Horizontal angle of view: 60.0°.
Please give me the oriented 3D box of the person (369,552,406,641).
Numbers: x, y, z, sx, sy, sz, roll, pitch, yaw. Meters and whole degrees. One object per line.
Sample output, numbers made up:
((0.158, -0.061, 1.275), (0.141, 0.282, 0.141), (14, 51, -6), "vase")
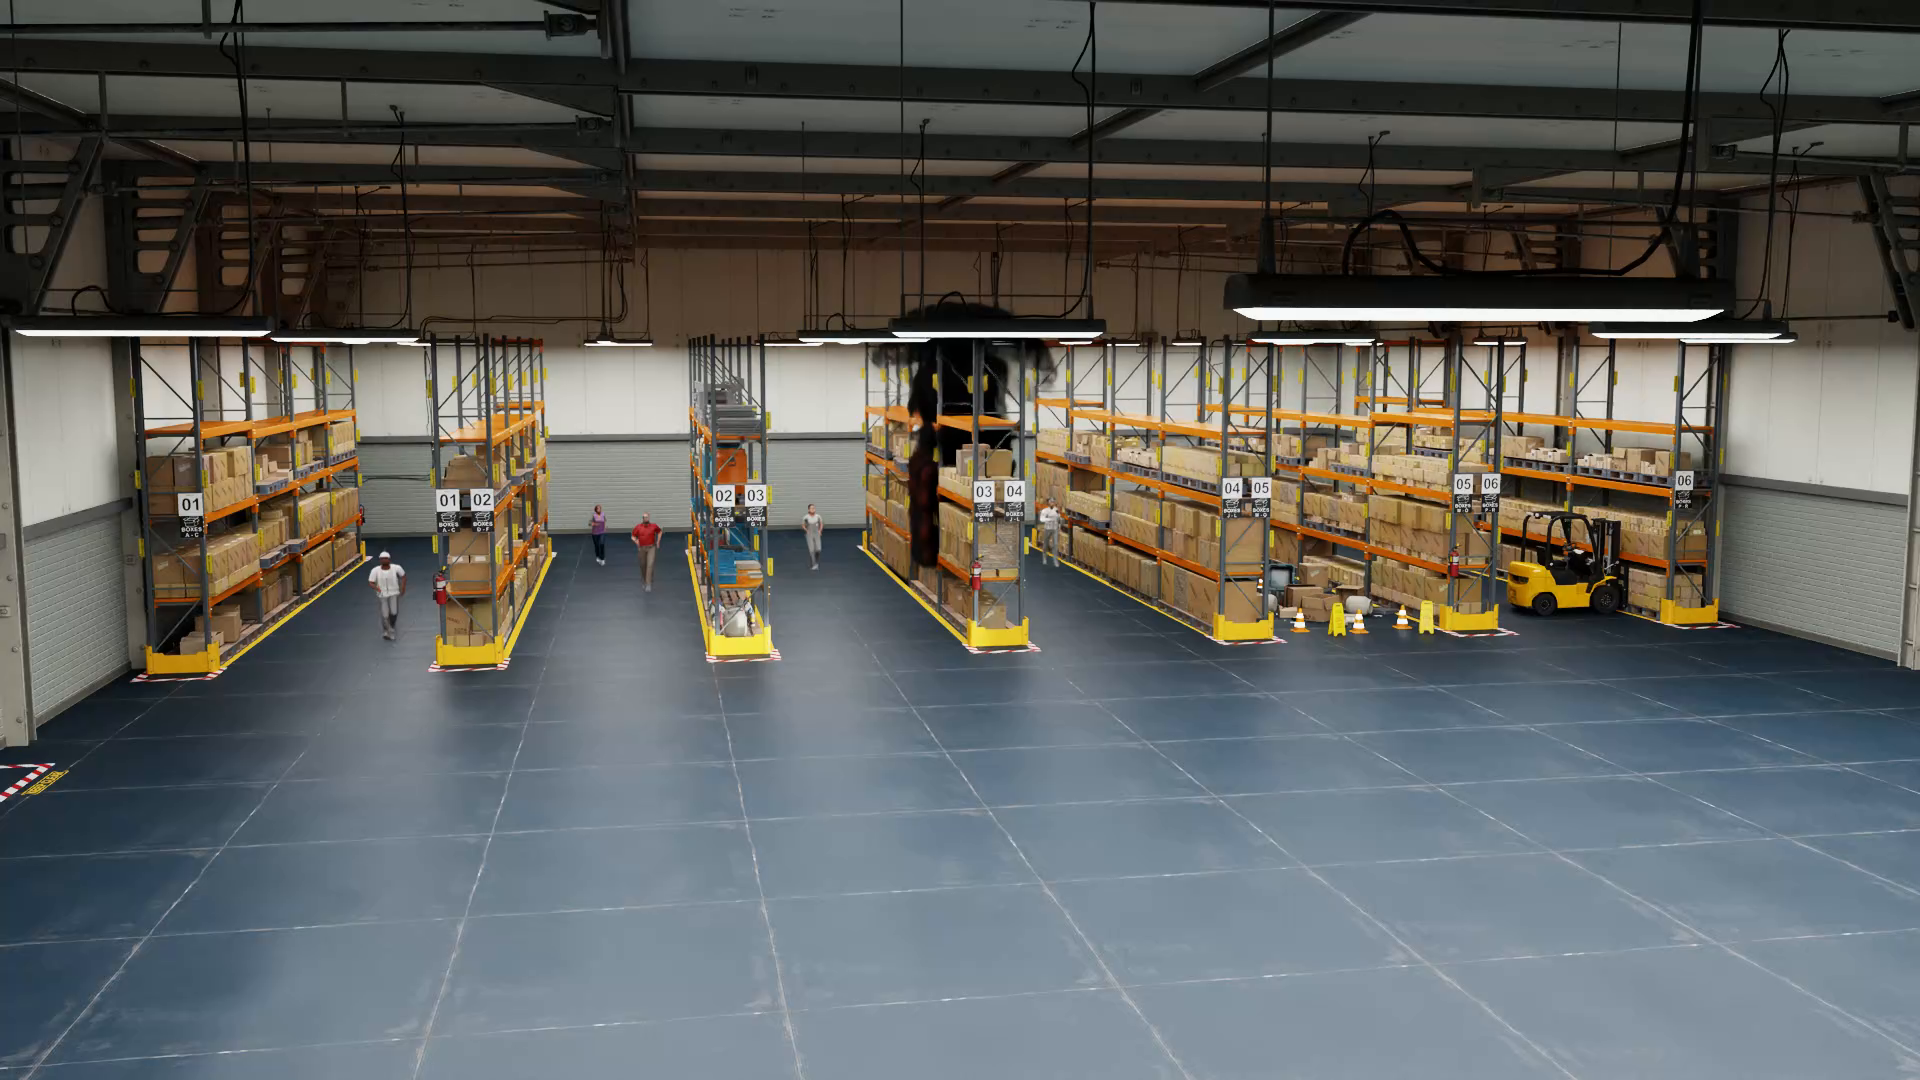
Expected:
((-11.285, 1.107, 32.788), (0.699, 1.760, 0.665), (-2, 7, -15), "person")

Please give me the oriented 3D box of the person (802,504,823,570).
((-3.614, -0.067, 40.987), (0.539, 1.648, 0.527), (-2, 7, -13), "person")

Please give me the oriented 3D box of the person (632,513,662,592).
((-7.120, 0.257, 37.810), (0.675, 1.740, 0.886), (-1, 7, -7), "person")

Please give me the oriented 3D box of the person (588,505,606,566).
((-9.639, -0.126, 44.261), (0.507, 1.649, 0.709), (-2, 7, -20), "person")

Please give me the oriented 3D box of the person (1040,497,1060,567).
((2.291, -0.232, 41.977), (0.629, 1.736, 0.806), (-2, 7, -17), "person")
